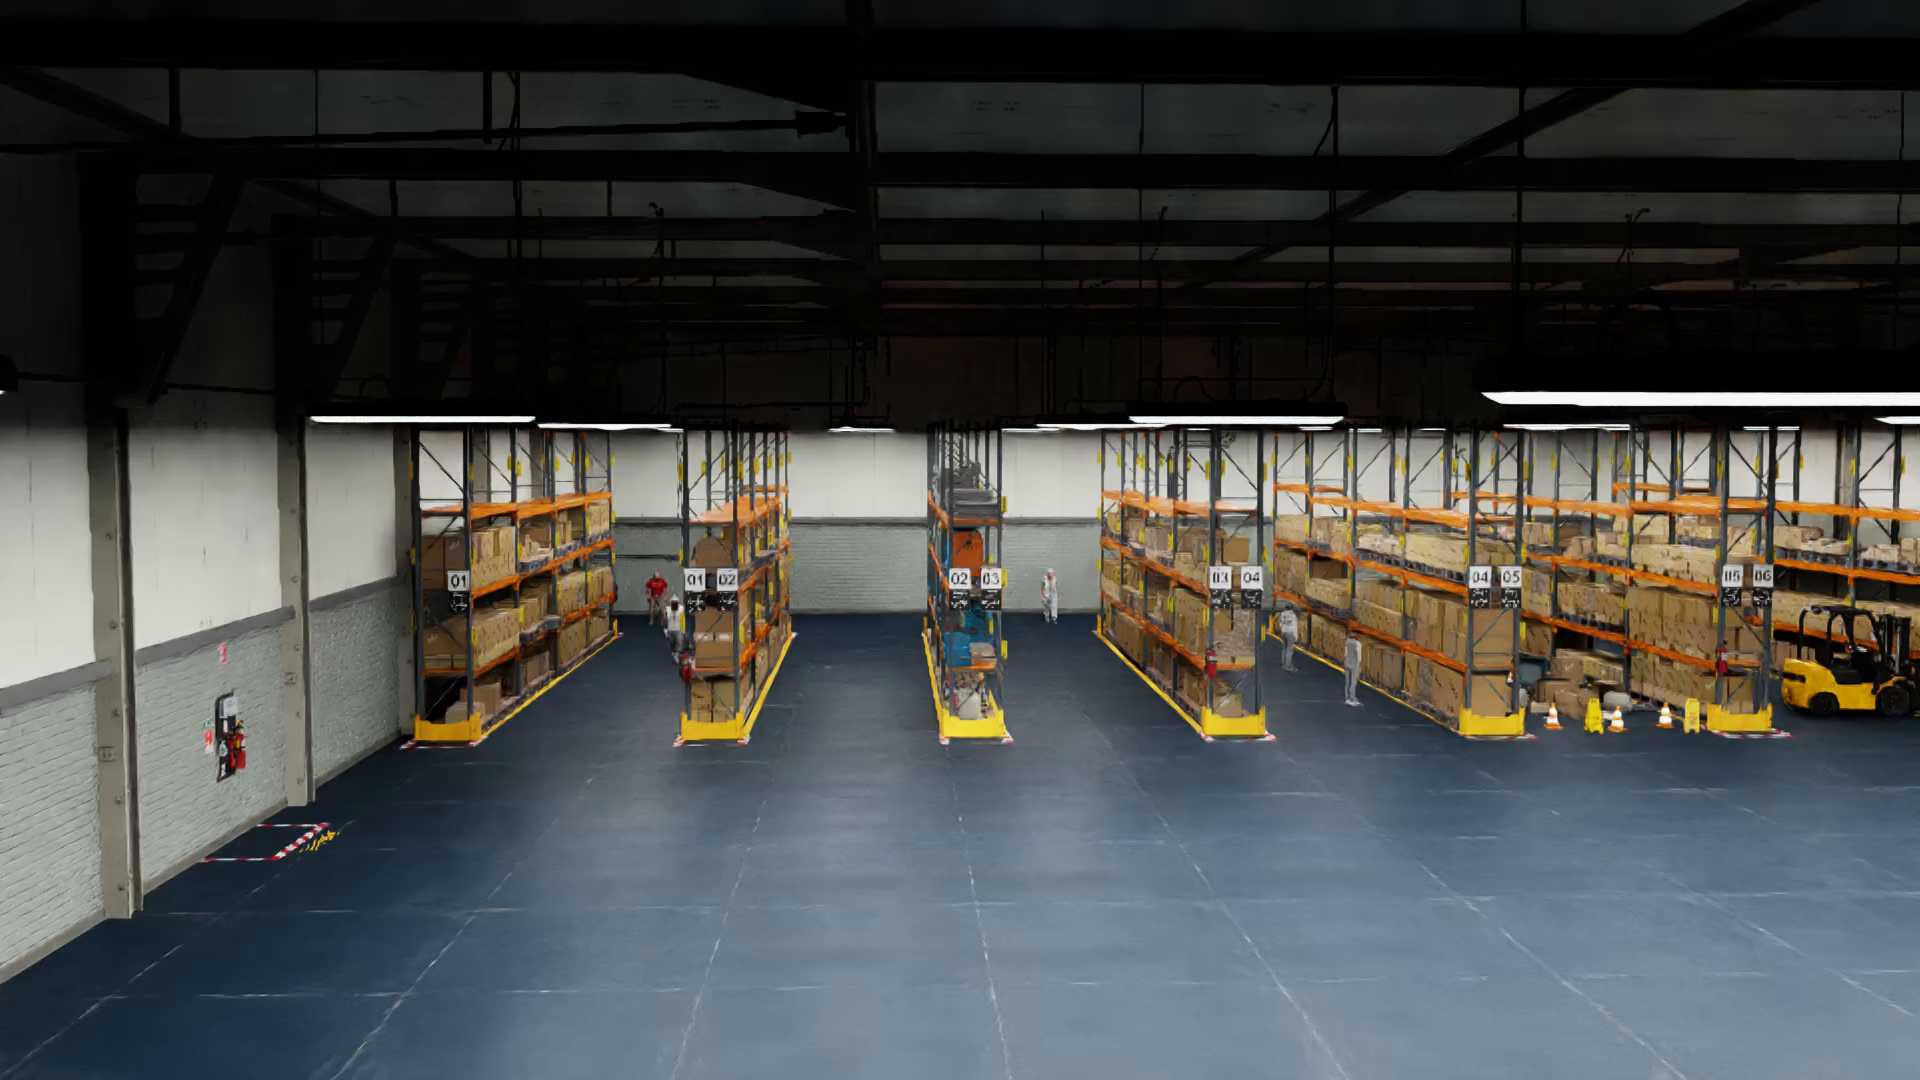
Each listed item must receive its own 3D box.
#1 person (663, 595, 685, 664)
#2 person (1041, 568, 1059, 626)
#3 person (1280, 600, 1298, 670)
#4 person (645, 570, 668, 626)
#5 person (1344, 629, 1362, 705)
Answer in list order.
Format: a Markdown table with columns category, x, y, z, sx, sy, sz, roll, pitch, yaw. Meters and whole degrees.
| category | x | y | z | sx | sy | sz | roll | pitch | yaw |
| --- | --- | --- | --- | --- | --- | --- | --- | --- | --- |
| person | -7.094 | 2.210 | 41.352 | 0.566 | 1.706 | 1.122 | 0 | 4 | 0 |
| person | 2.681 | 1.680 | 49.599 | 0.553 | 1.709 | 1.123 | 0 | 4 | 0 |
| person | 7.984 | 2.295 | 40.255 | 0.409 | 1.677 | 0.532 | -2 | 4 | -33 |
| person | -9.027 | 1.722 | 49.527 | 0.682 | 1.675 | 0.521 | 0 | 4 | -5 |
| person | 8.308 | 2.665 | 35.086 | 0.399 | 1.602 | 0.469 | -2 | 4 | -34 |
